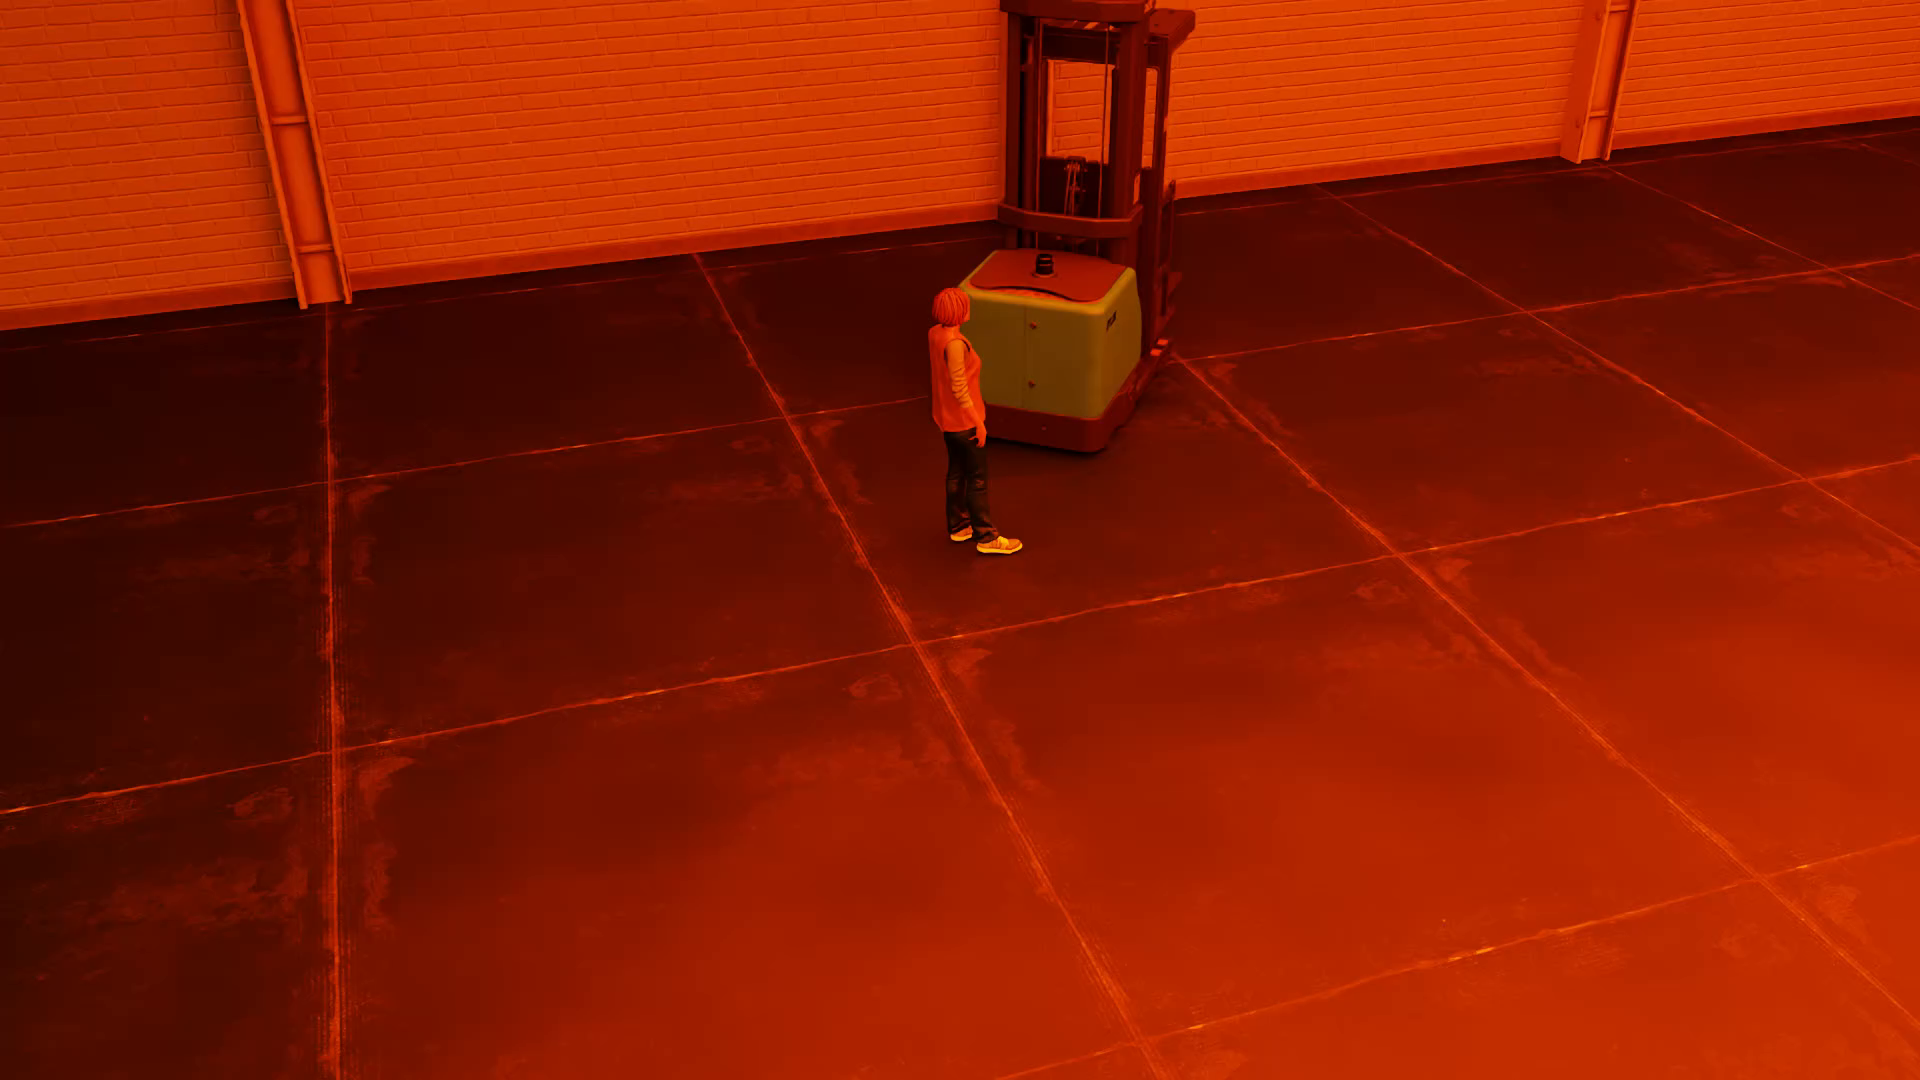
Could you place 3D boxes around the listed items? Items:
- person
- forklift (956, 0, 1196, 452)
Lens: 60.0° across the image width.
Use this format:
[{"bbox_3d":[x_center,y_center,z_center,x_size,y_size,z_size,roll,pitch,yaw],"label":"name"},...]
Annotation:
[{"bbox_3d":[0.075,-0.704,9.634,0.473,1.599,0.521,-10,31,-16],"label":"person"},{"bbox_3d":[0.935,-2.563,11.542,1.130,2.935,3.031,10,32,18],"label":"forklift"}]
